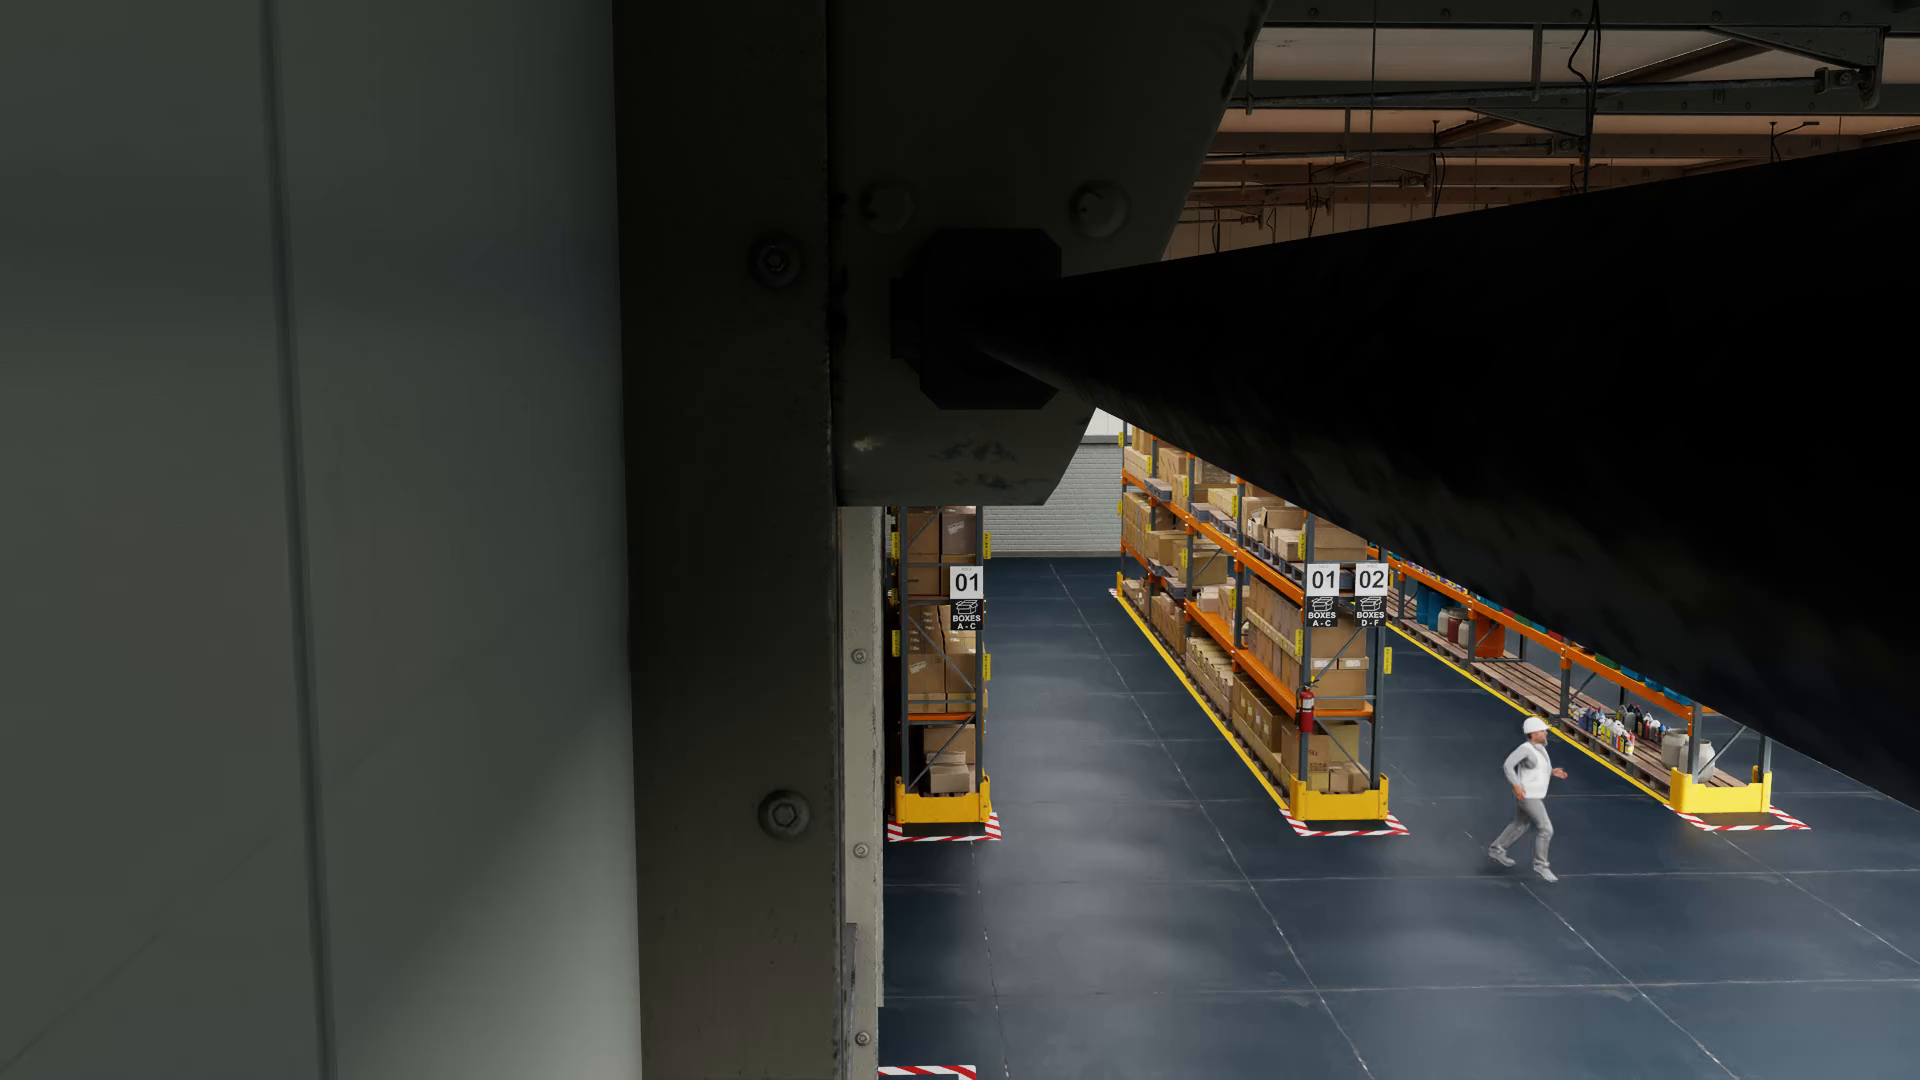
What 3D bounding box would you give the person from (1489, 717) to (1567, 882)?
[{"bbox_3d":[6.344,2.863,18.571,0.793,1.823,0.644,4,9,25],"label":"person"}]
